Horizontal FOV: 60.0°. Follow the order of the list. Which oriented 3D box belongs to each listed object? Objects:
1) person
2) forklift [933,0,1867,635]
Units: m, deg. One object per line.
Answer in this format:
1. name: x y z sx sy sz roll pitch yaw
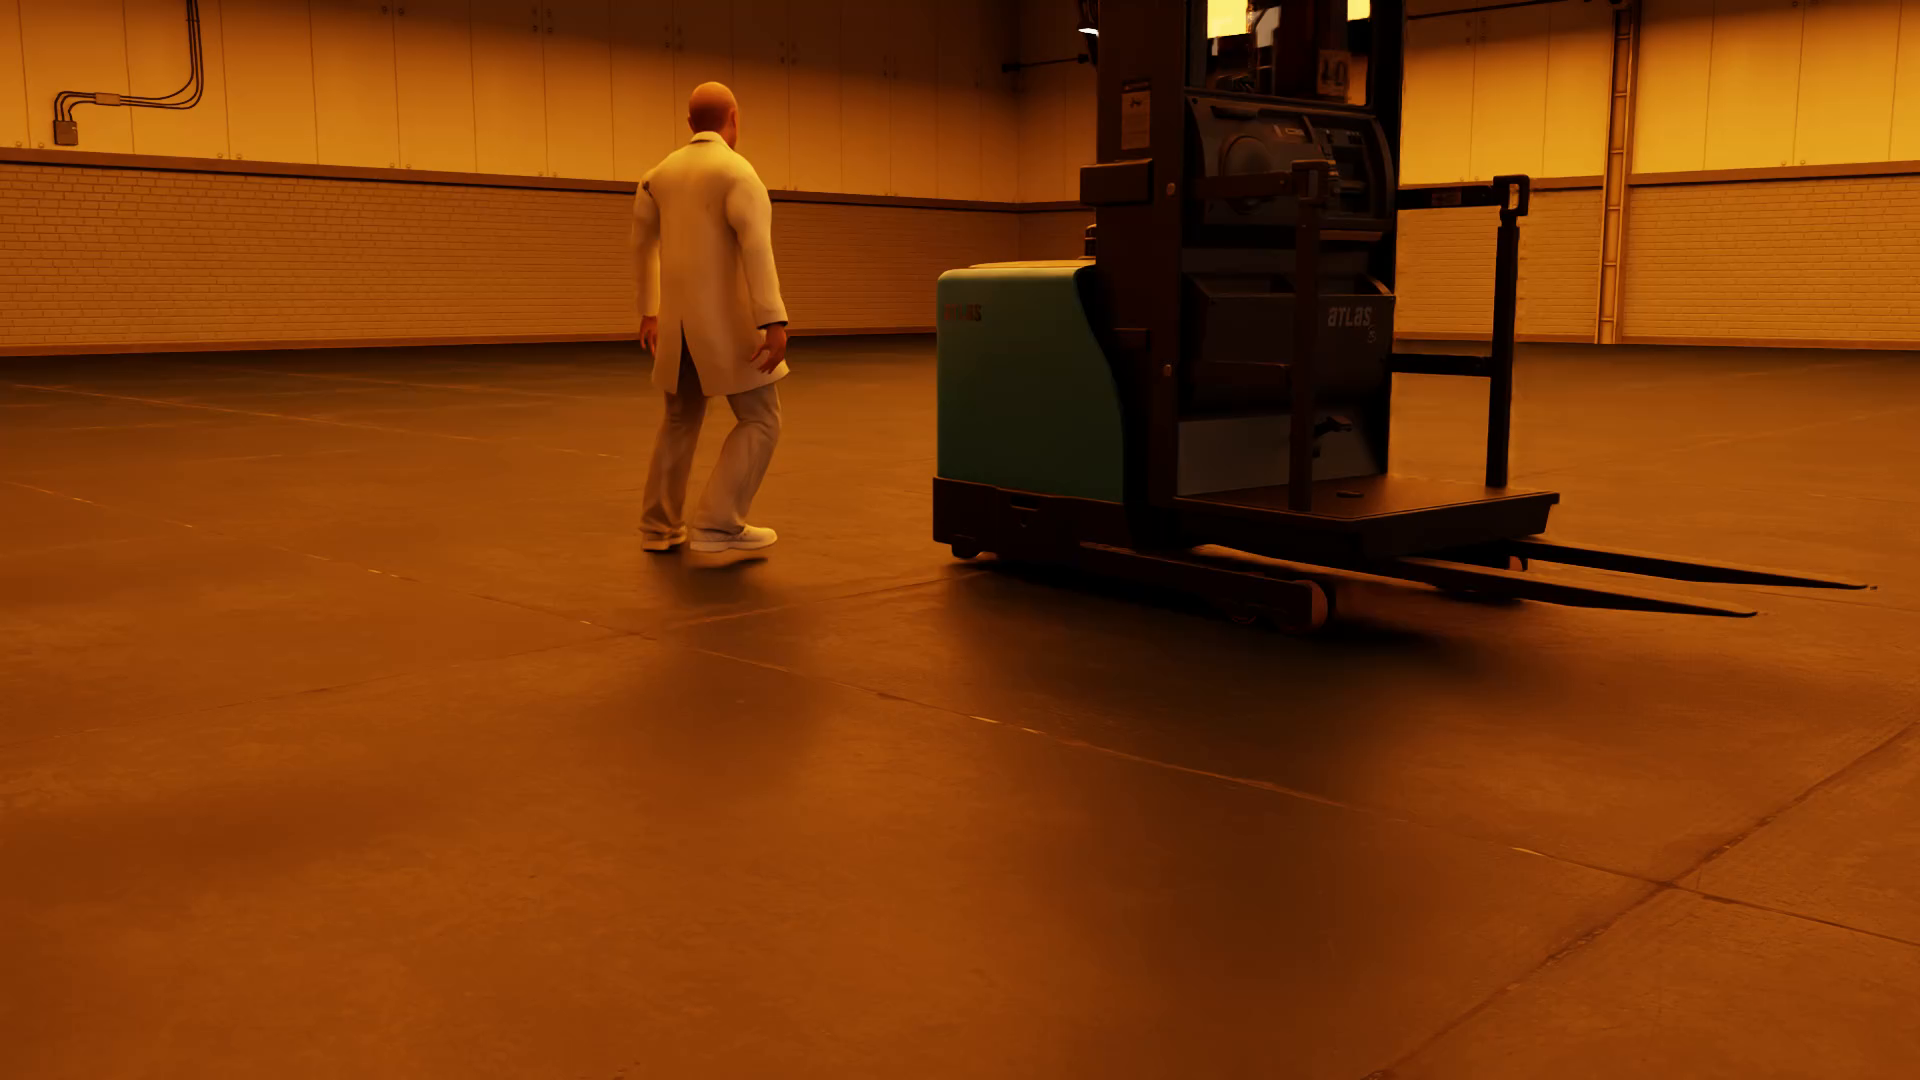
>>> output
1. person: -0.928 -0.806 6.195 0.864 1.750 0.436 6 11 36
2. forklift: 1.212 -1.254 5.203 1.130 2.935 3.031 -7 11 -38
